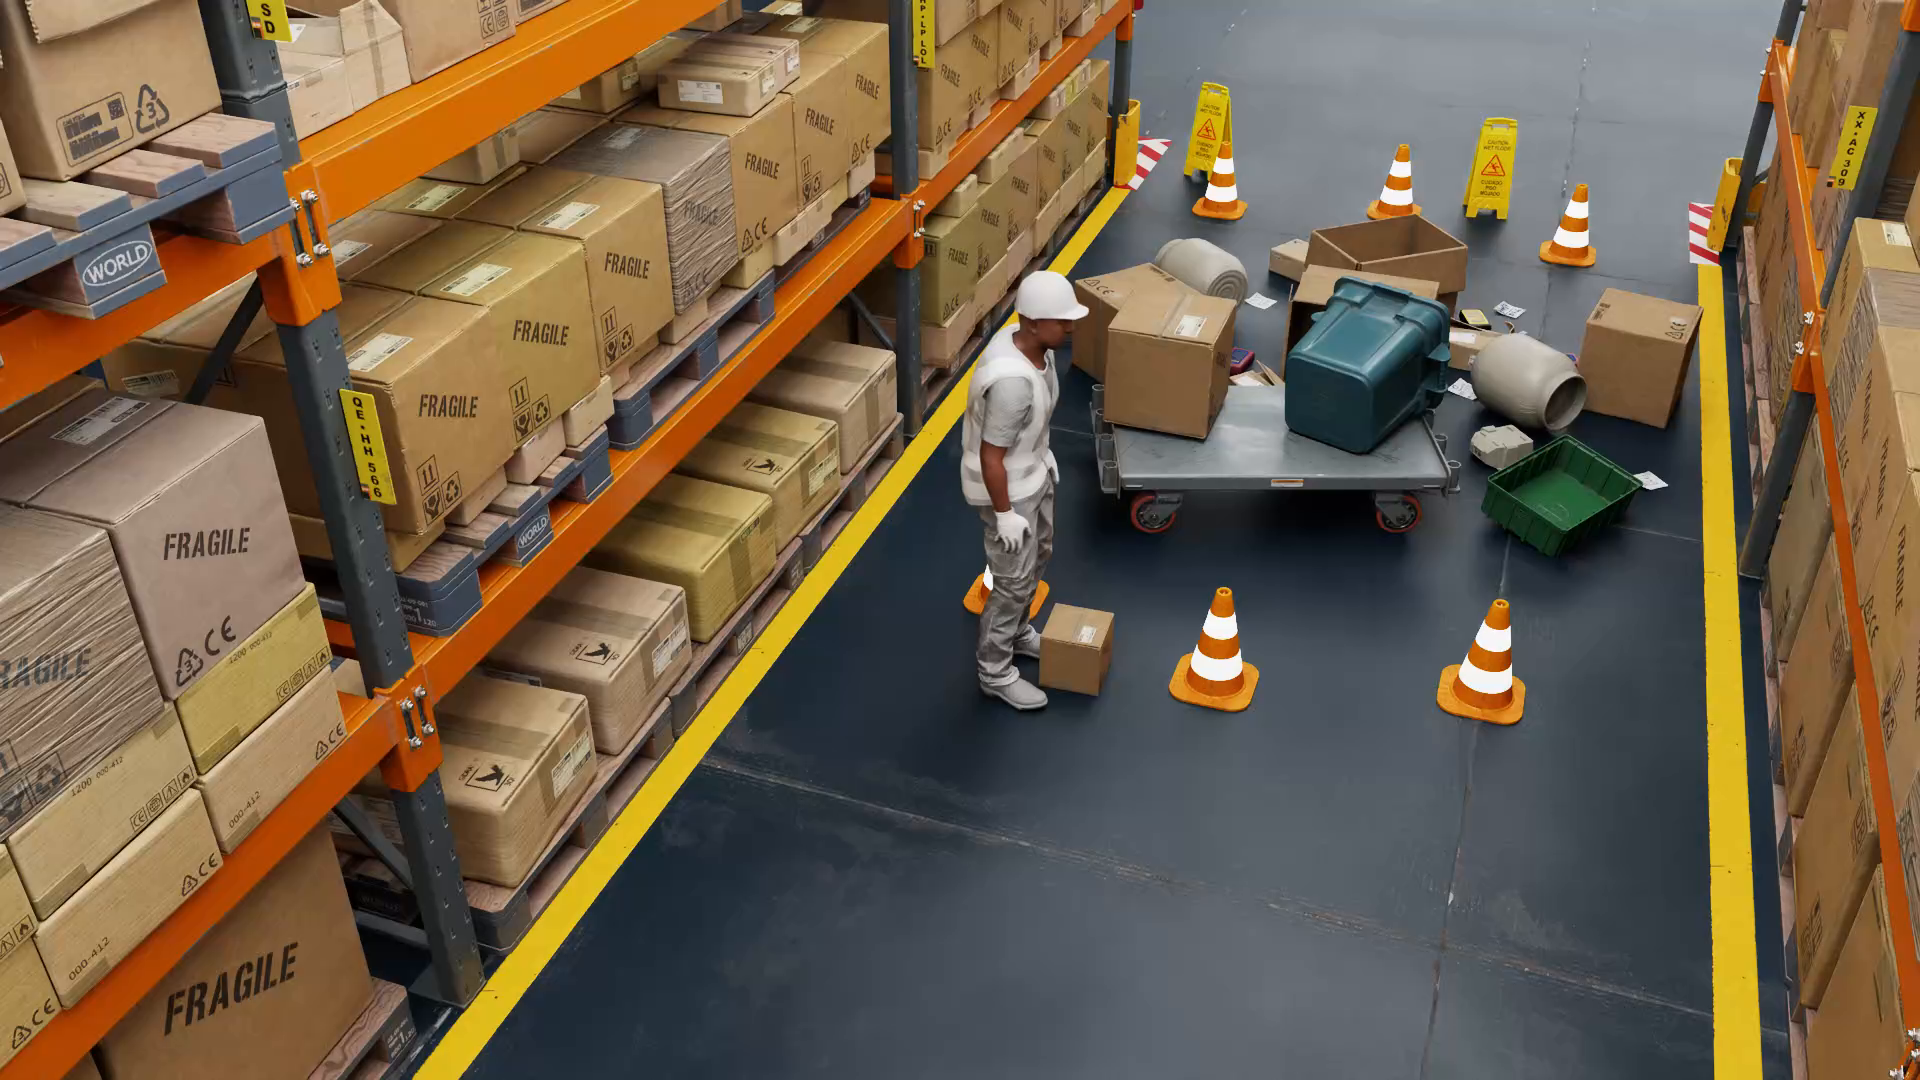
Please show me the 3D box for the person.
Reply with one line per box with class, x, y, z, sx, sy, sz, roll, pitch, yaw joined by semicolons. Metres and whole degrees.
person;0.240;-0.208;6.451;0.447;1.774;0.615;9;34;14
